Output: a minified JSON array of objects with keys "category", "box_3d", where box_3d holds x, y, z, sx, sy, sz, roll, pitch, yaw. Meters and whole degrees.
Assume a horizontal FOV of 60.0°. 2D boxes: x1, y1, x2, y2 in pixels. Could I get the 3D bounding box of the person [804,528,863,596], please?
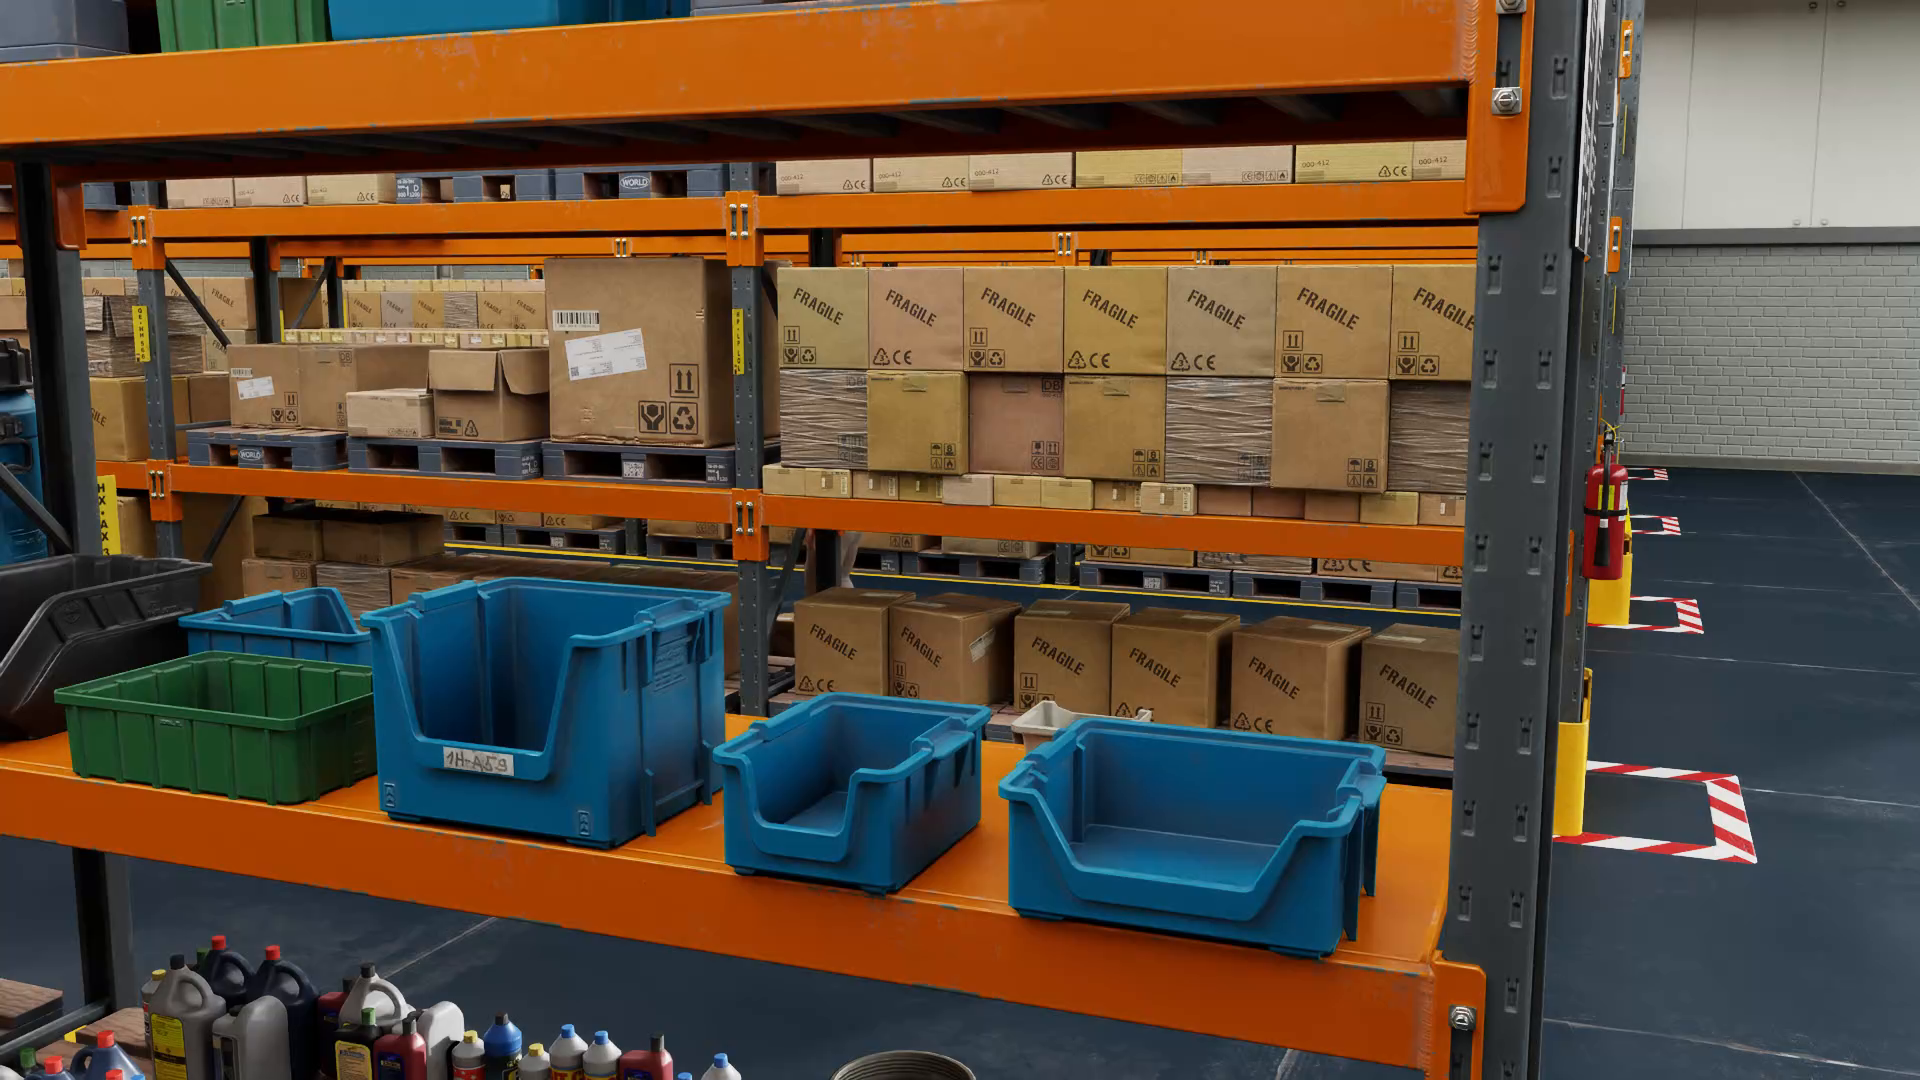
[{"category":"person","box_3d":[-0.824,-0.099,10.549,0.396,1.725,0.598,2,9,15]}]
